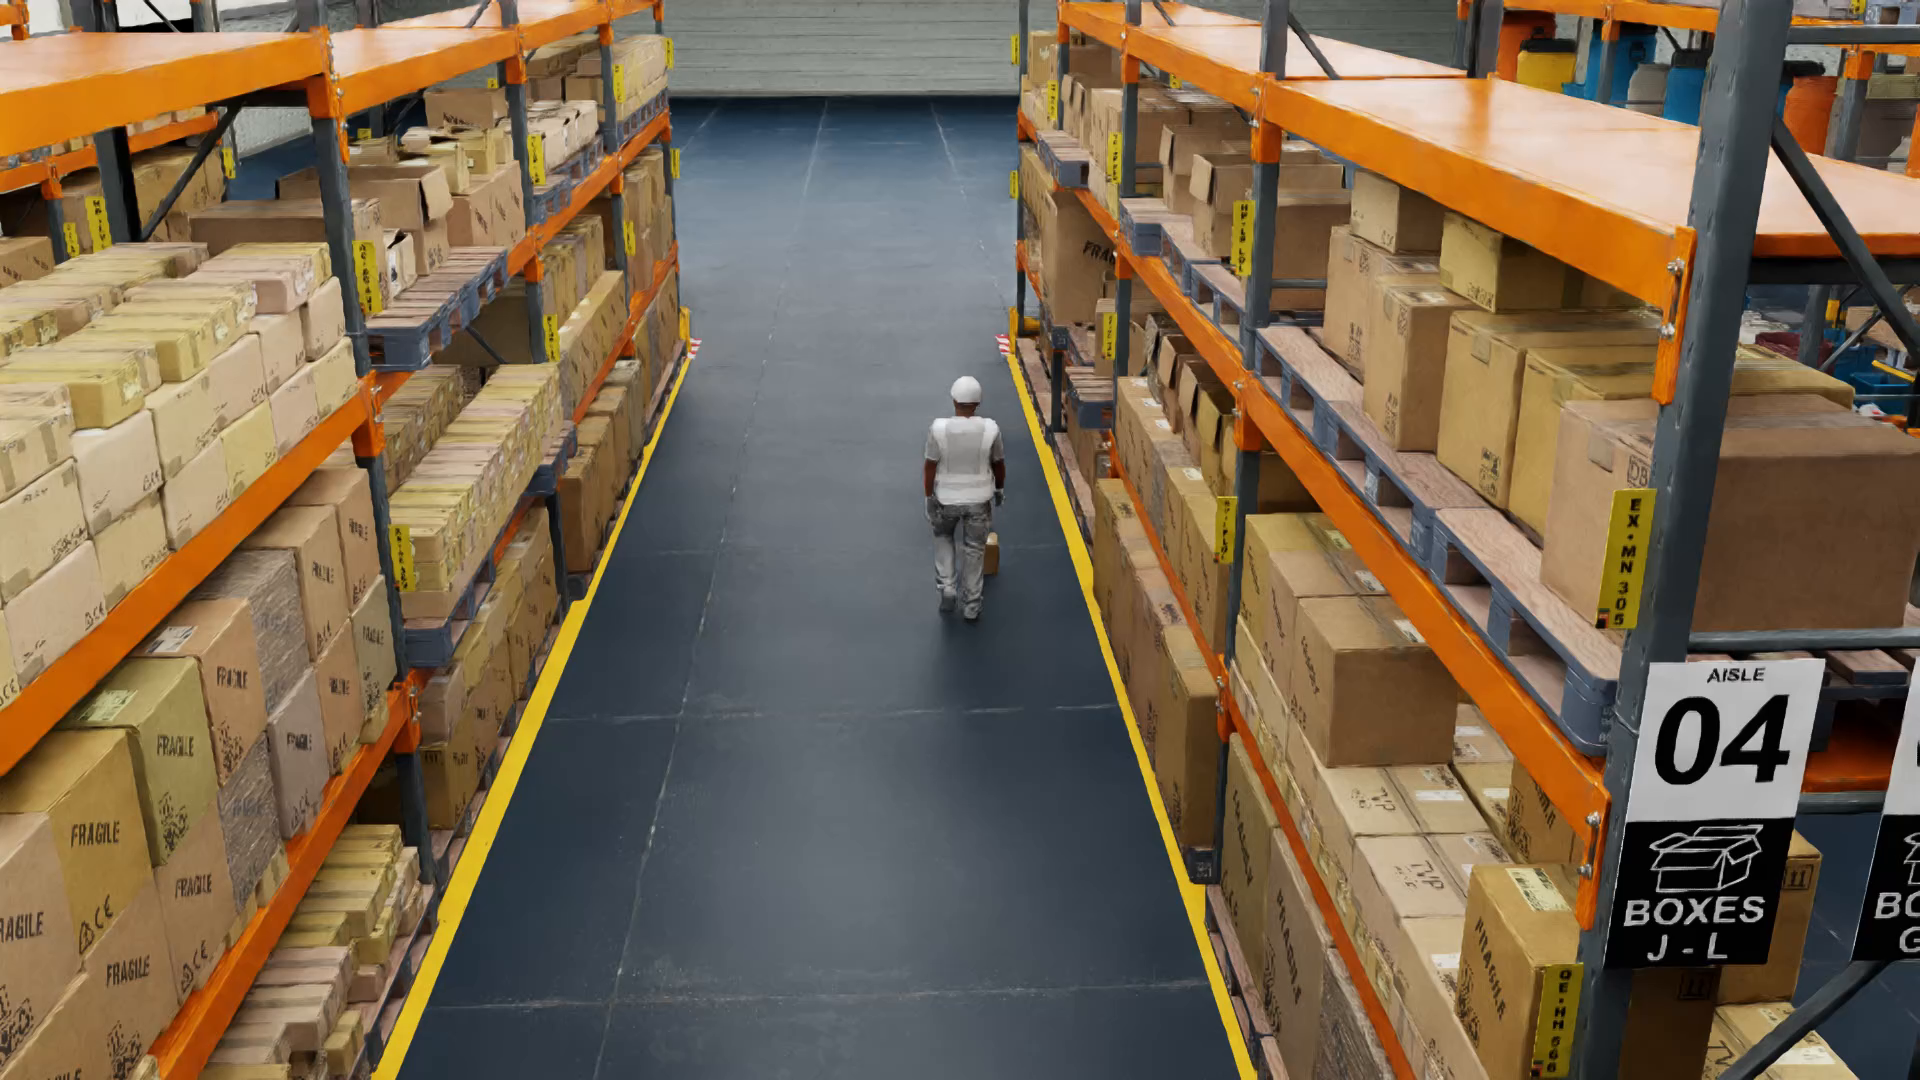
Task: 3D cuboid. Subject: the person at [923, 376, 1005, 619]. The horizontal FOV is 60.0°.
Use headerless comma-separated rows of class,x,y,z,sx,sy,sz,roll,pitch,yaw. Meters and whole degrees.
person,0.032,-0.309,11.835,0.573,1.809,0.469,0,20,1
